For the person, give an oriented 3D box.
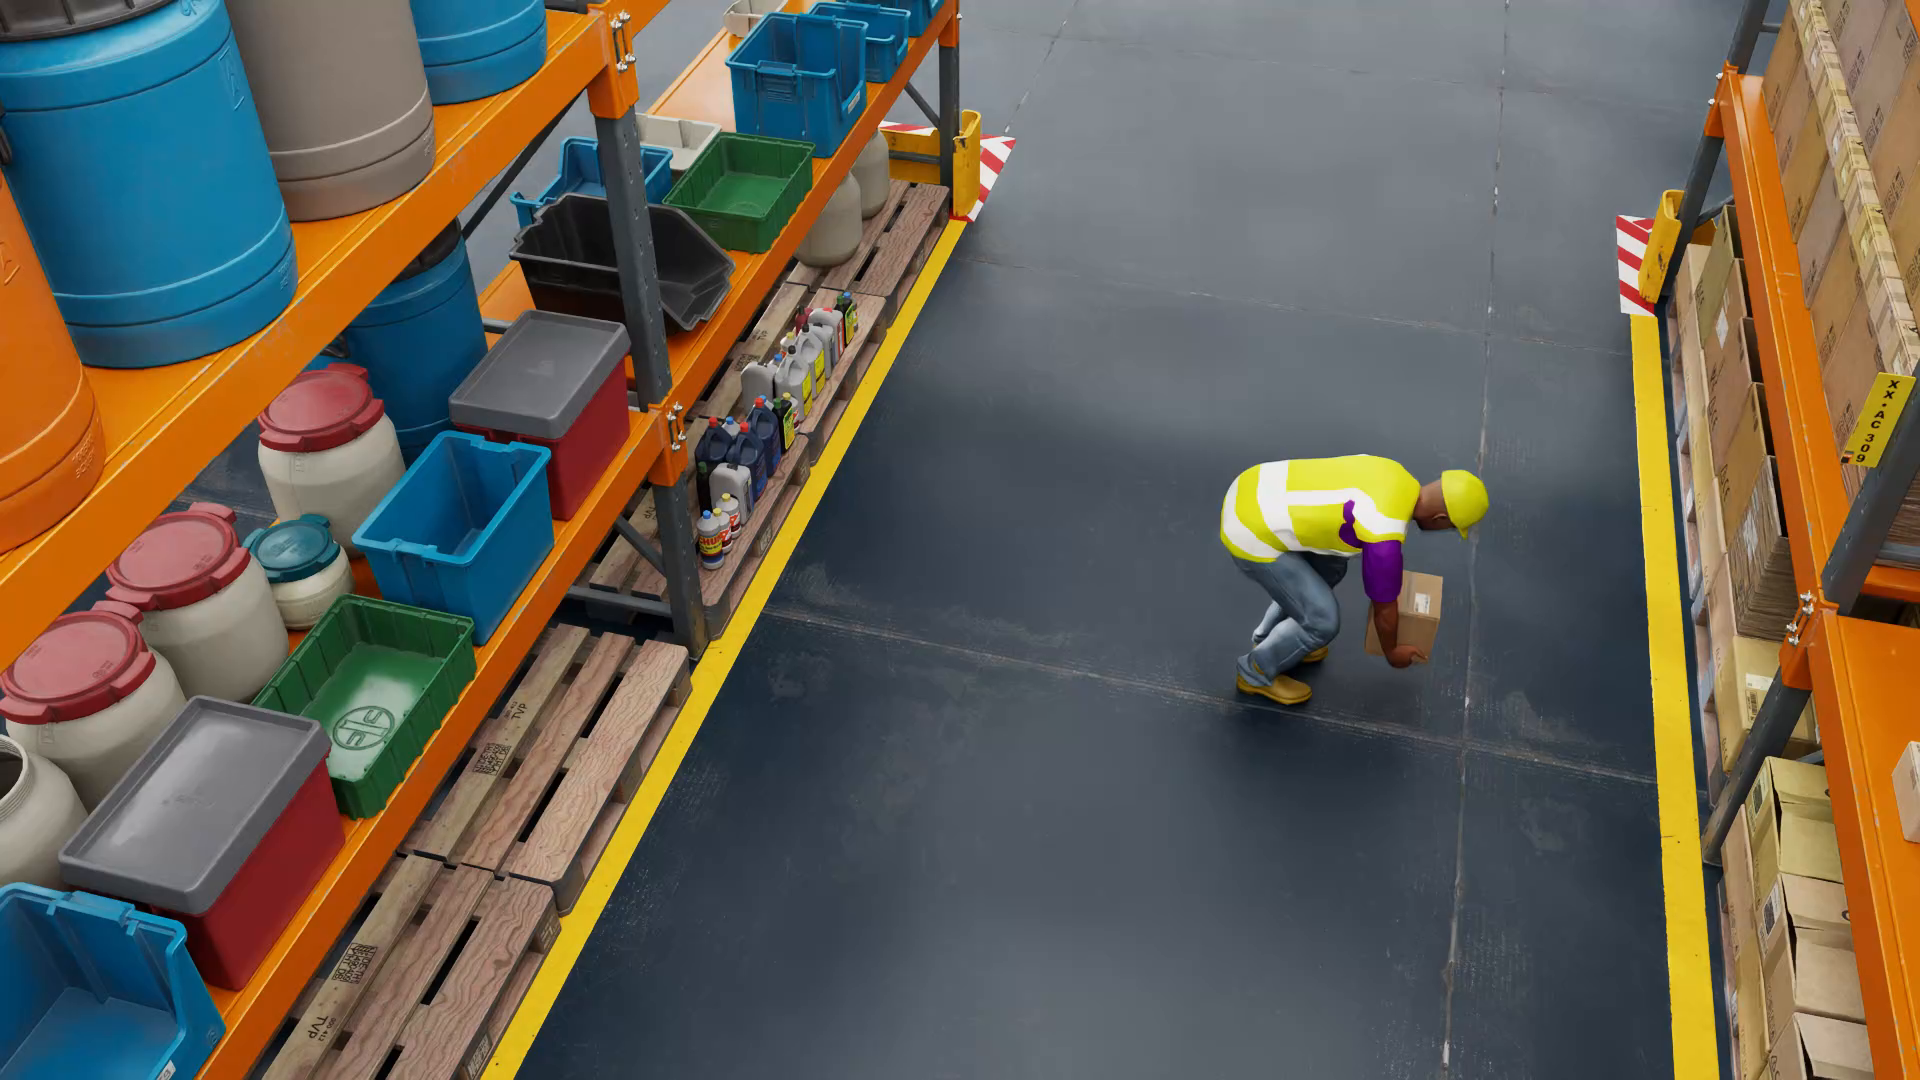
[{"bbox_3d":[1.480,0.133,6.491,0.963,1.105,0.515,8,41,9],"label":"person"}]
